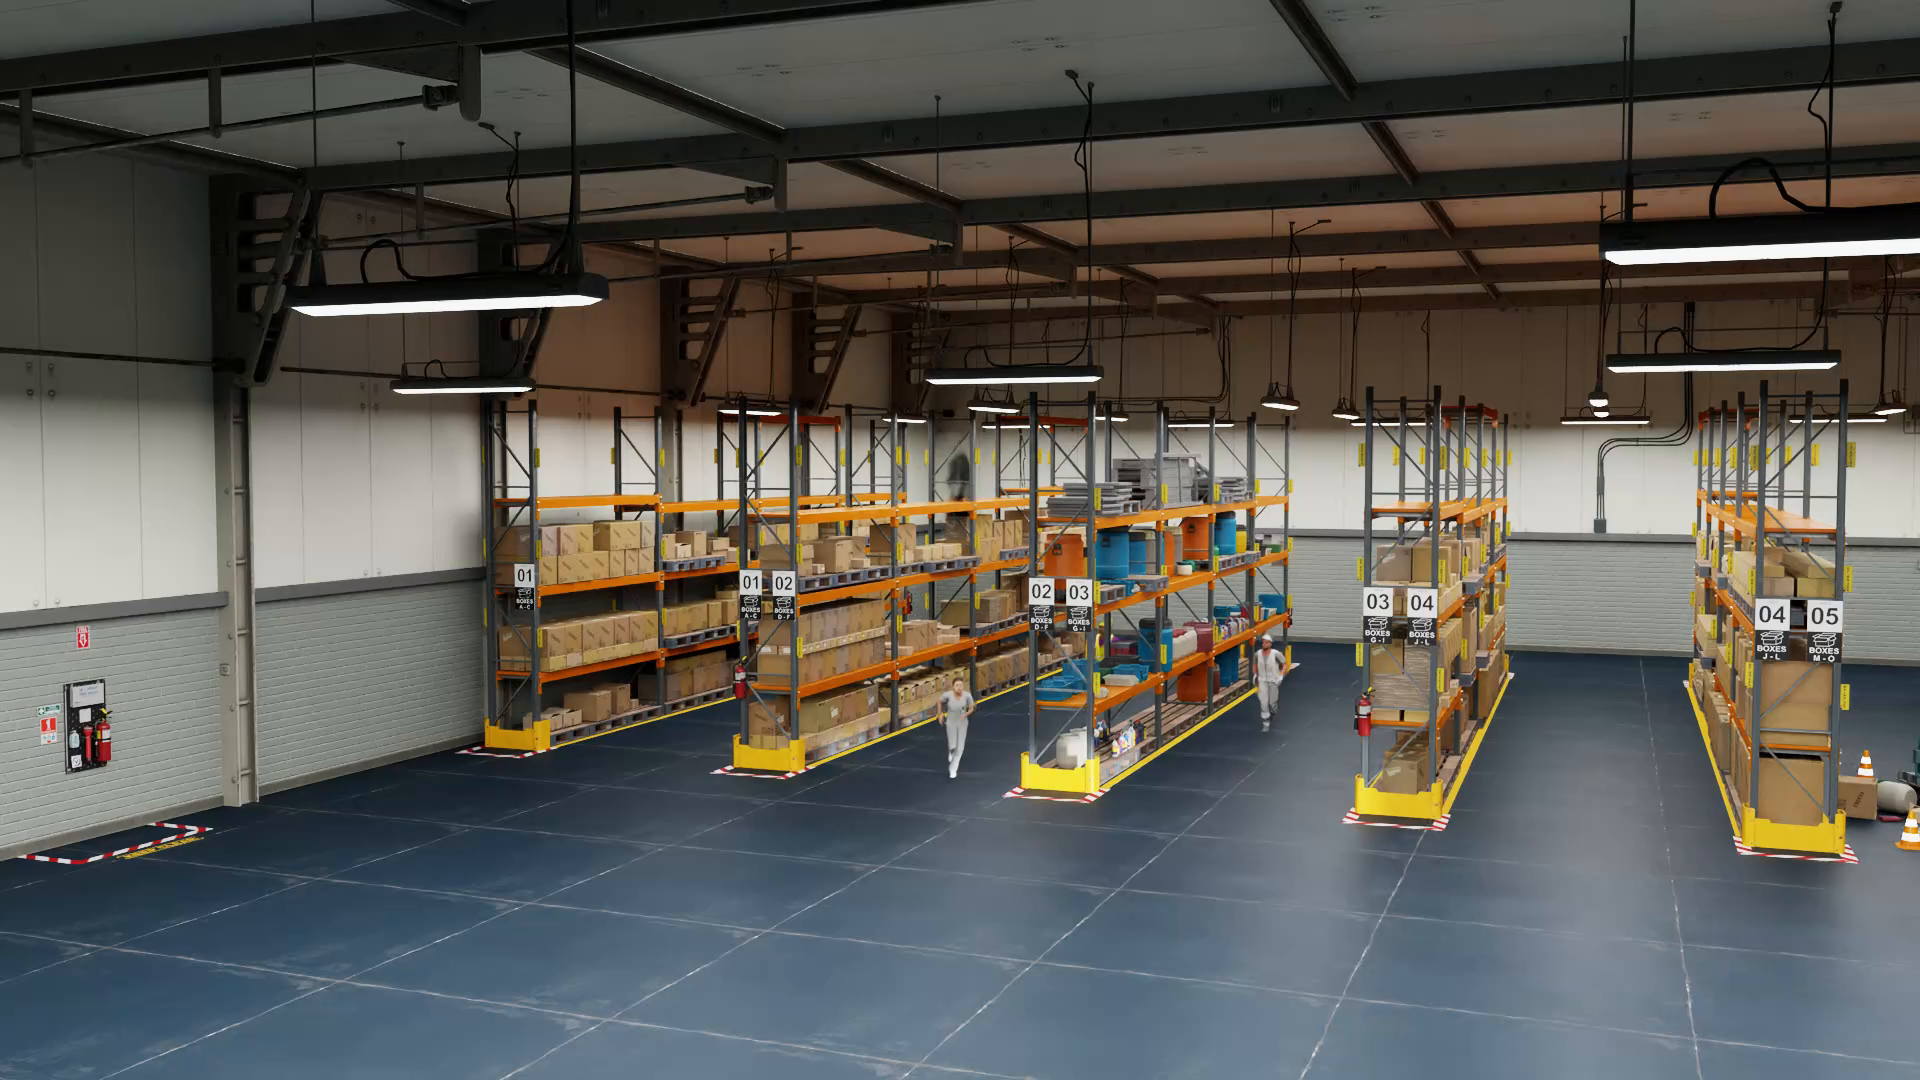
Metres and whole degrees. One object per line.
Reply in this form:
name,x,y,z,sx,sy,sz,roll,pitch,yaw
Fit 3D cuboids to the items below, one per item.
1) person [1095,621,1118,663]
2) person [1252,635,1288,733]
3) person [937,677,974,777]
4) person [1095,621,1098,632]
person,2.874,2.493,33.198,0.670,1.753,0.664,1,3,25
person,5.689,2.623,30.596,0.639,1.779,0.694,1,3,24
person,-0.061,2.931,26.085,0.553,1.597,0.686,0,3,-10
person,3.384,1.984,43.919,0.633,1.678,0.719,-2,3,-30
